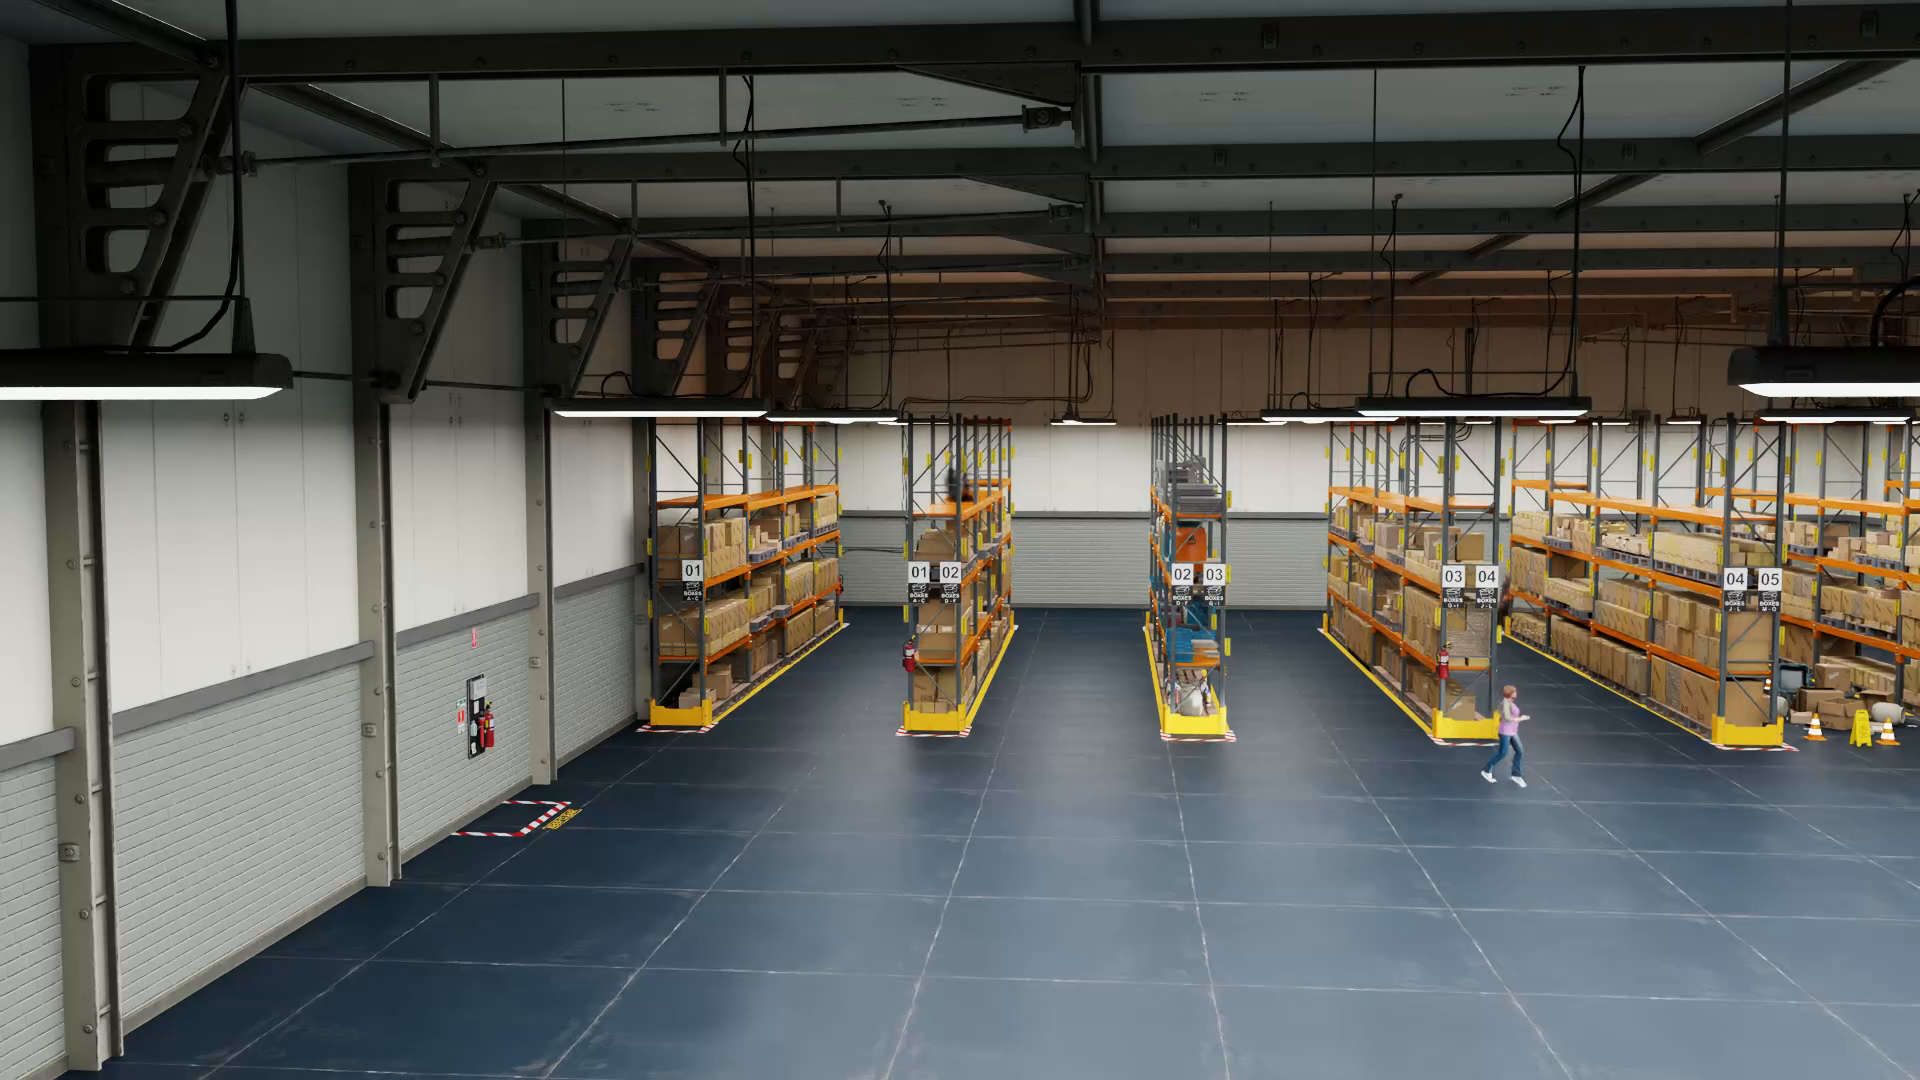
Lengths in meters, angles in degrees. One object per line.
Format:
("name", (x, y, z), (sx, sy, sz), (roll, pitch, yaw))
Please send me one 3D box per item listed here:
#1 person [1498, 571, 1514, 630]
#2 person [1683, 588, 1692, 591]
("person", (15.522, 1.704, 47.188), (0.773, 1.711, 0.706), (0, 4, -2))
("person", (20.669, 1.764, 47.126), (0.717, 1.386, 0.550), (2, 4, 23))
